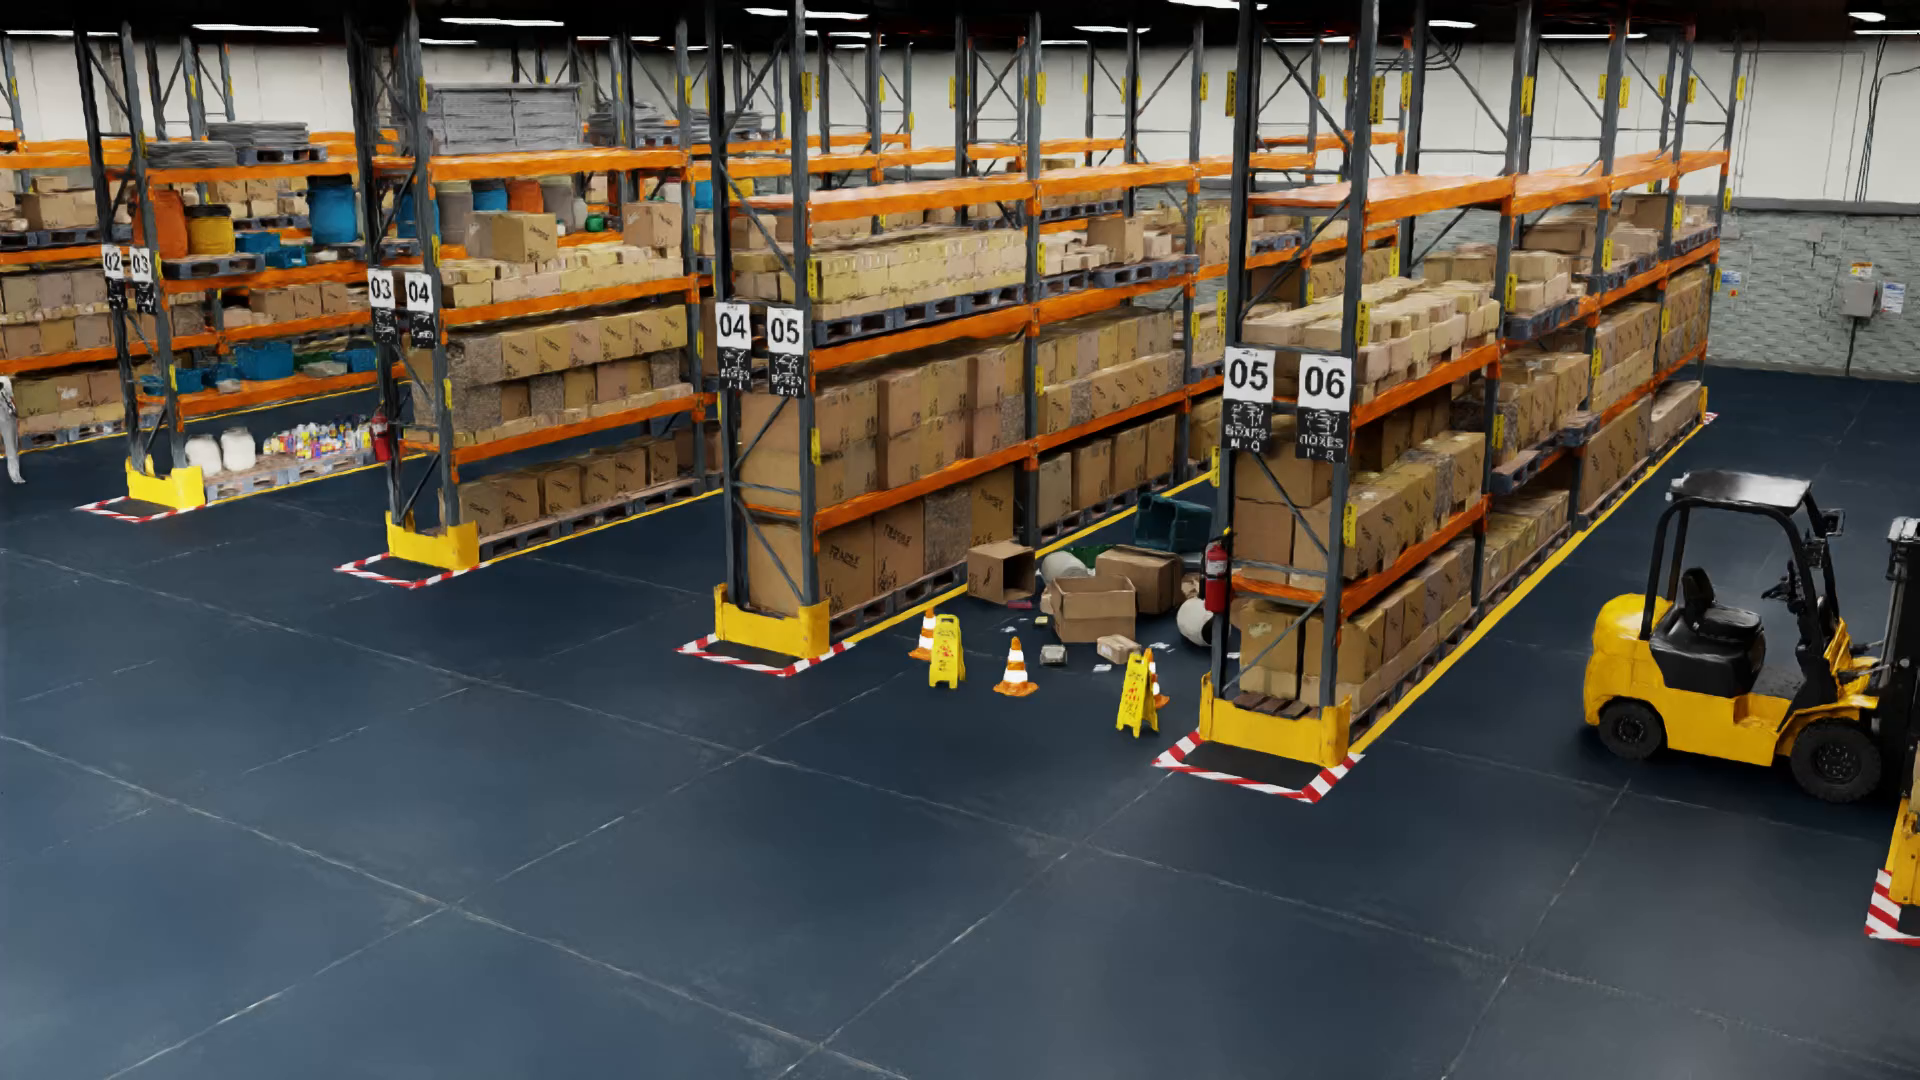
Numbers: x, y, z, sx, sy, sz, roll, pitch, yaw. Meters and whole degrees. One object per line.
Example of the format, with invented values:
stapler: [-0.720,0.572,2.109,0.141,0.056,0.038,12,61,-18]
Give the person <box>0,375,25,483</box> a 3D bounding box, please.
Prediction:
person: [-12.713,-1.568,21.798,0.704,1.660,0.494,-4,16,-14]
